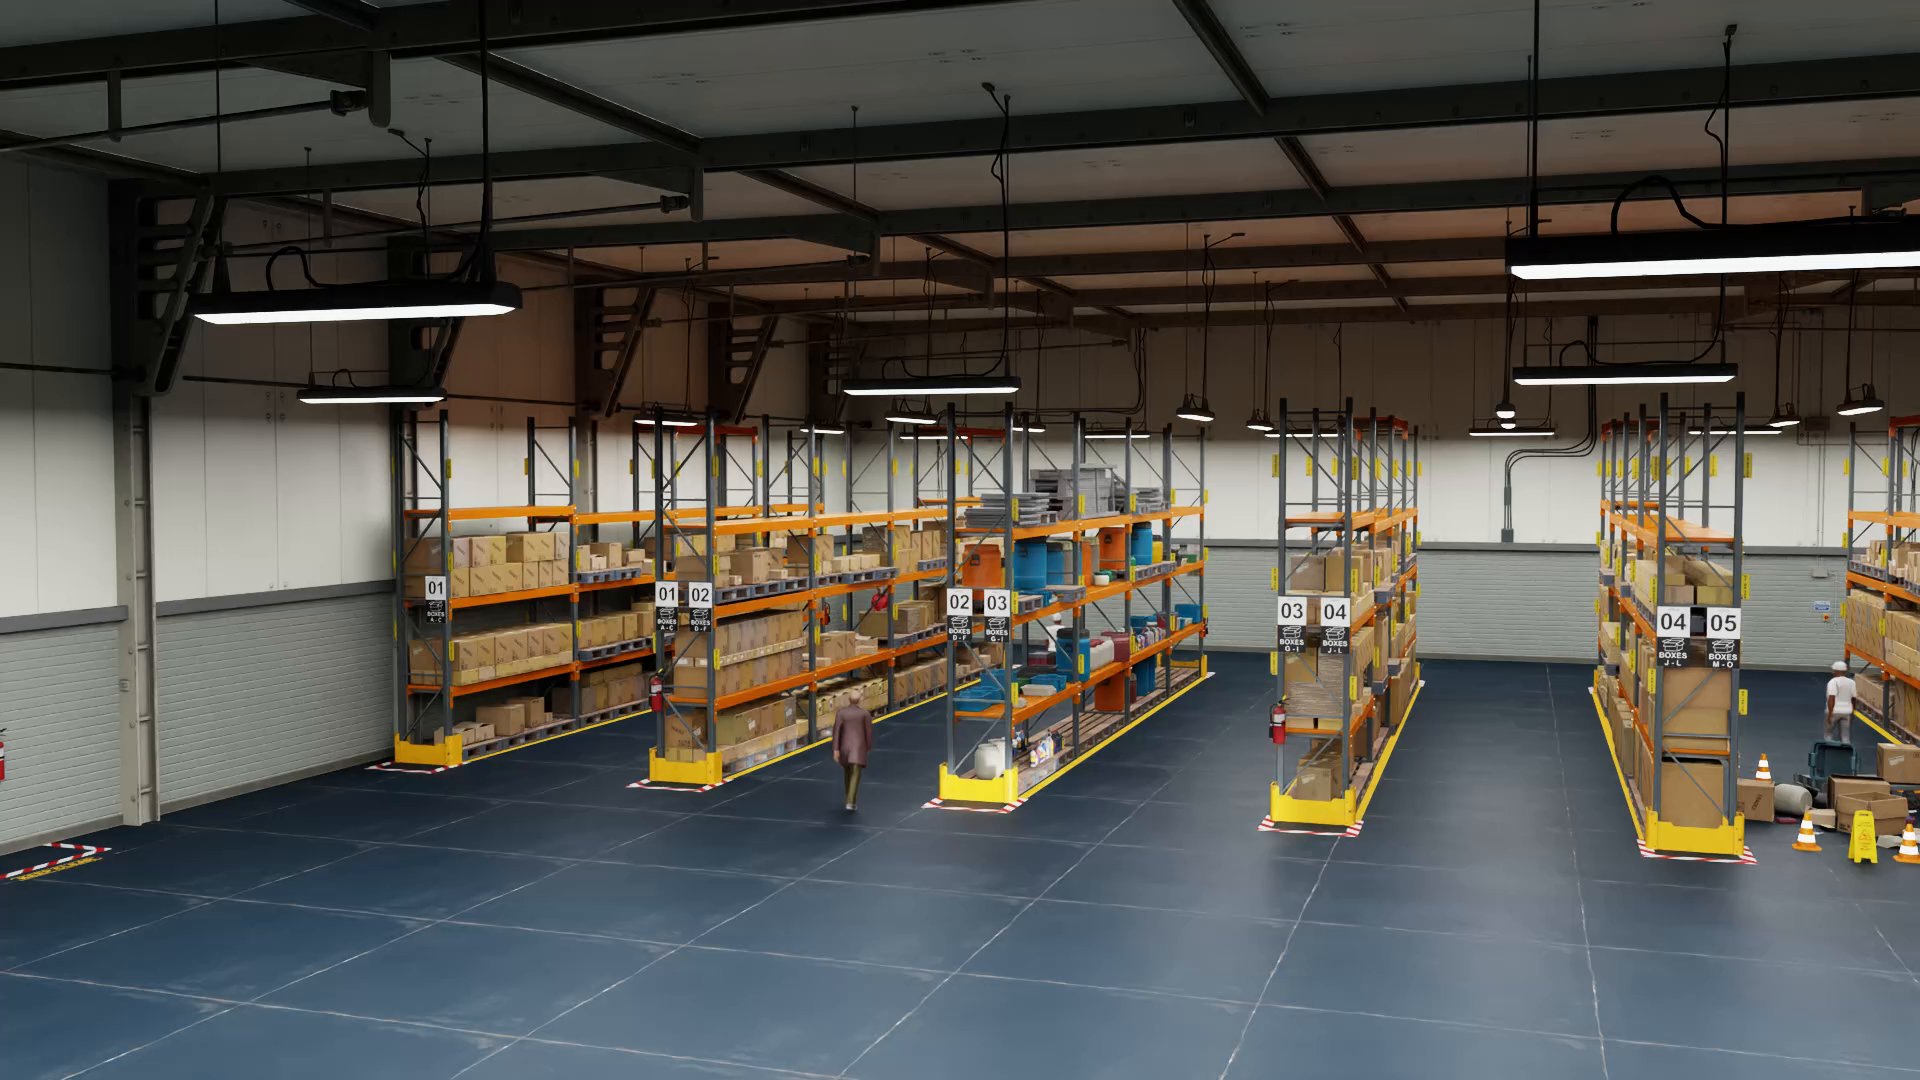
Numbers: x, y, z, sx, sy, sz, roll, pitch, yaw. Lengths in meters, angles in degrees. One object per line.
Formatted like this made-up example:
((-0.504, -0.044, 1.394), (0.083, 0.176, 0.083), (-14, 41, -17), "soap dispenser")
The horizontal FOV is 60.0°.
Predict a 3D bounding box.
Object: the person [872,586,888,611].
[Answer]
((-2.269, 2.125, 47.122), (0.540, 1.686, 0.878), (-2, 3, -32), "person")

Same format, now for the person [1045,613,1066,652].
((2.175, 2.520, 37.175), (0.592, 1.786, 0.470), (1, 3, 26), "person")

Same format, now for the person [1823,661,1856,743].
((14.787, 2.947, 27.893), (0.548, 1.804, 0.604), (0, 2, 7), "person")

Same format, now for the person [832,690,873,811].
((-1.557, 3.067, 24.389), (0.580, 1.728, 1.116), (1, 2, 12), "person")
